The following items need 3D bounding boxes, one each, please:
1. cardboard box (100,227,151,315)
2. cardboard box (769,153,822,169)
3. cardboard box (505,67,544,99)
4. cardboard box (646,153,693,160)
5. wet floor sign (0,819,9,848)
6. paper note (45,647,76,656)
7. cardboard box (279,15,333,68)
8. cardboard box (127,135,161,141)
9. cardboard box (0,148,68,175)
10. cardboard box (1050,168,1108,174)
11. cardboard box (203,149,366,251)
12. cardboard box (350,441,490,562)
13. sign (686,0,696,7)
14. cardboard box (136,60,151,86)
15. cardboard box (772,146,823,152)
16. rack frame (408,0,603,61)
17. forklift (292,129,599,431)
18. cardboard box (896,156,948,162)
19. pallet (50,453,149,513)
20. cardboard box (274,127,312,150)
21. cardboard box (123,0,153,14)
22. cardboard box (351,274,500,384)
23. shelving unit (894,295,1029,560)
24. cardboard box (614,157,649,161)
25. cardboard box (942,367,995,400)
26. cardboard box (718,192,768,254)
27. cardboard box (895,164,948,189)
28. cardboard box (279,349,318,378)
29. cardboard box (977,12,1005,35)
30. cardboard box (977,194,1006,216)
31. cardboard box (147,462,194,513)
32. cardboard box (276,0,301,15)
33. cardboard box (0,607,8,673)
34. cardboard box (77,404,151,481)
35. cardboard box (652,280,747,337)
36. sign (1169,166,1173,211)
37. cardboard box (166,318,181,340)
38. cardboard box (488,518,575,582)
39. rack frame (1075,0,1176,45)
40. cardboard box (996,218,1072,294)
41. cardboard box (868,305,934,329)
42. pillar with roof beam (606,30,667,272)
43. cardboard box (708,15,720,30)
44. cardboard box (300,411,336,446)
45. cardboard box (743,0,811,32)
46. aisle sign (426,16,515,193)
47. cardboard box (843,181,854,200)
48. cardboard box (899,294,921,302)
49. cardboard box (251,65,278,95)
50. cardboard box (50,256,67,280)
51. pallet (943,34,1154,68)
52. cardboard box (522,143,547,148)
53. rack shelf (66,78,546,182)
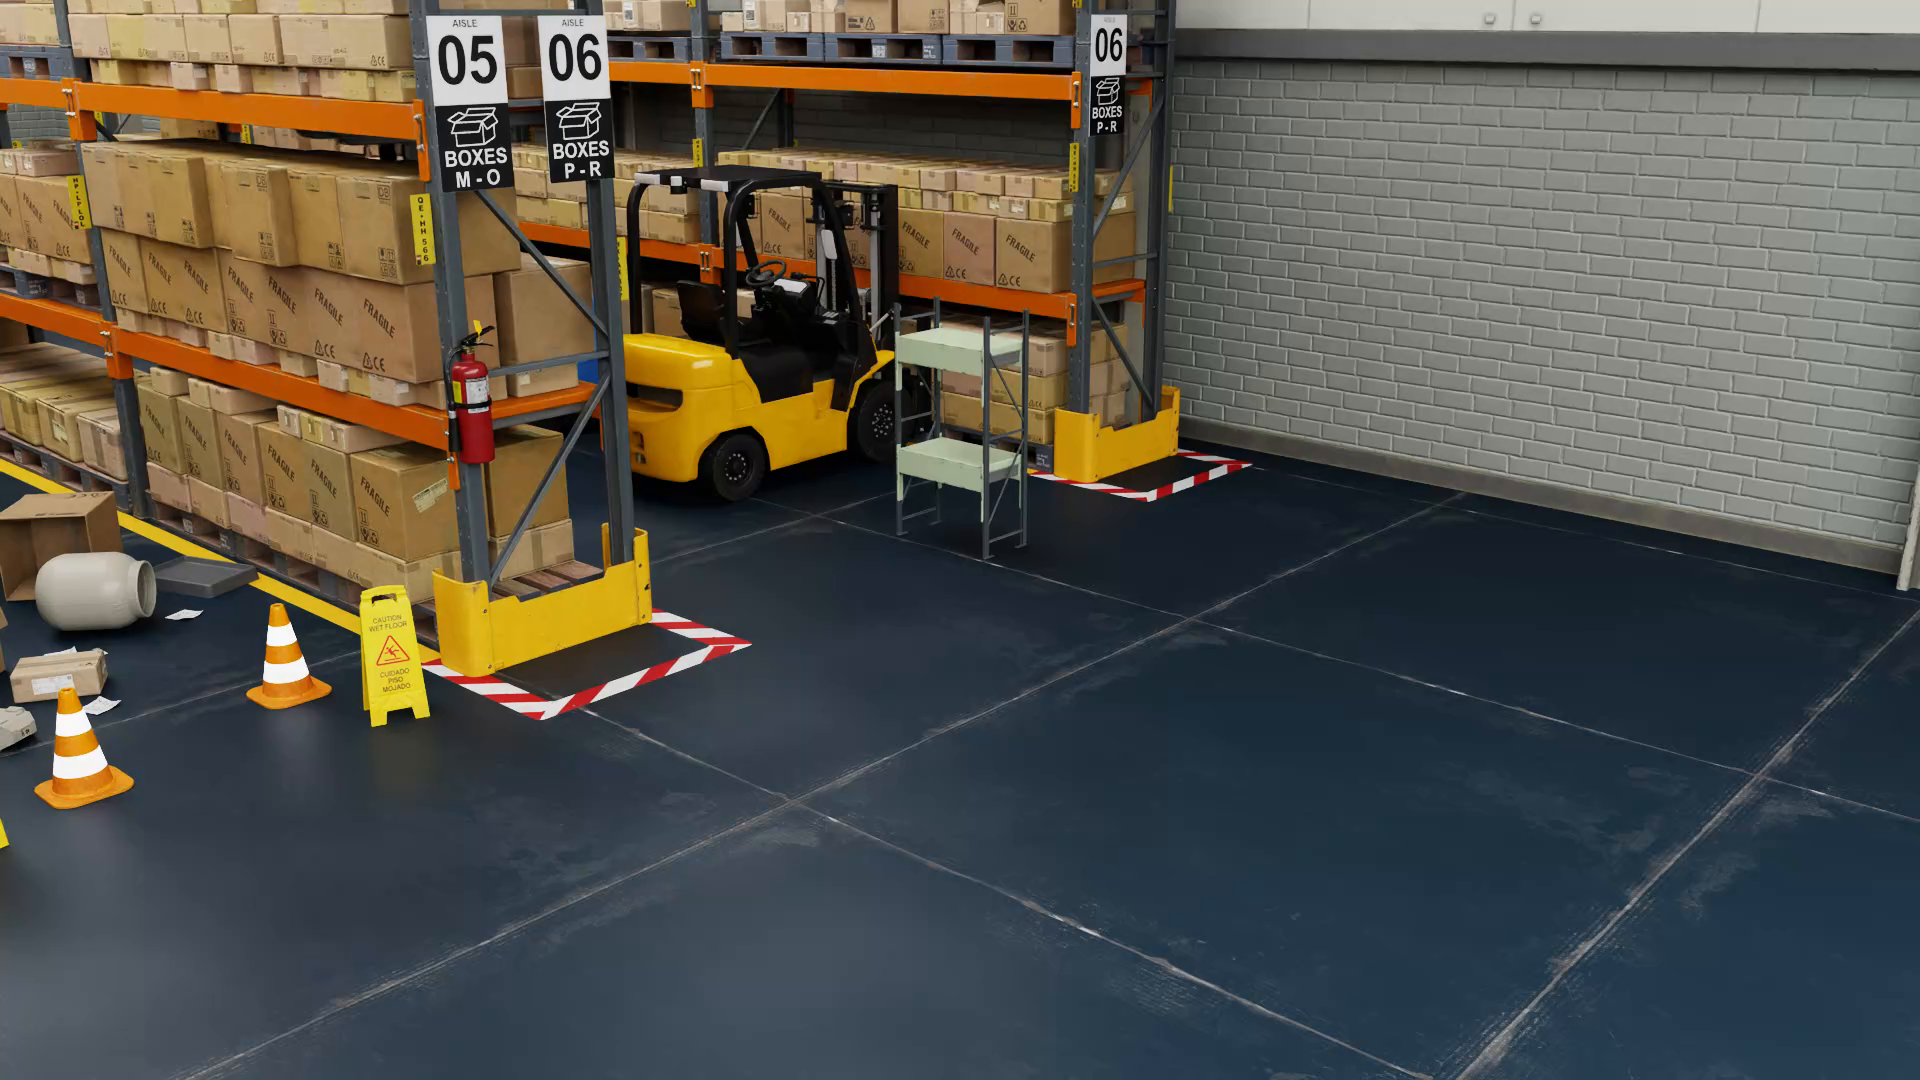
[{"bbox_3d":[-4.987,-1.719,10.411,0.500,0.500,0.500,15,23,39],"label":"cardboard box"},{"bbox_3d":[-1.345,-3.091,13.662,0.250,0.149,0.380,14,23,38],"label":"cardboard box"},{"bbox_3d":[-2.171,-2.328,8.443,0.250,0.149,0.380,15,23,39],"label":"cardboard box"},{"bbox_3d":[-2.685,-3.499,15.440,0.250,0.149,0.380,15,23,39],"label":"cardboard box"},{"bbox_3d":[-4.013,0.943,6.574,0.232,0.644,0.267,11,20,30],"label":"wet floor sign"},{"bbox_3d":[-4.703,0.599,8.692,0.148,0.019,0.142,-9,20,-27],"label":"paper note"},{"bbox_3d":[-3.067,-2.524,8.402,0.500,0.250,0.500,15,23,39],"label":"cardboard box"},{"bbox_3d":[-10.276,-5.031,21.261,0.500,0.250,0.500,15,23,40],"label":"cardboard box"},{"bbox_3d":[-6.371,-2.606,11.441,0.250,0.149,0.380,14,22,37],"label":"cardboard box"},{"bbox_3d":[0.886,-2.683,12.378,0.250,0.149,0.380,16,24,41],"label":"cardboard box"},{"bbox_3d":[-3.770,-1.911,9.364,0.500,0.500,0.700,15,23,39],"label":"cardboard box"},{"bbox_3d":[-2.911,-0.226,8.978,0.500,0.500,0.500,15,23,40],"label":"cardboard box"},{"bbox_3d":[-2.192,-4.506,13.517,0.005,0.325,0.100,15,23,39],"label":"sign"},{"bbox_3d":[-4.643,-2.783,9.877,0.250,0.149,0.380,15,23,39],"label":"cardboard box"},{"bbox_3d":[-1.399,-3.307,14.345,0.250,0.149,0.380,15,23,39],"label":"cardboard box"},{"bbox_3d":[-2.139,-3.737,7.510,0.127,3.000,1.000,15,23,39],"label":"rack frame"},{"bbox_3d":[-4.303,-2.138,12.502,3.031,2.935,1.130,-13,22,-36],"label":"forklift"},{"bbox_3d":[-0.294,-2.985,13.329,0.250,0.149,0.380,16,24,41],"label":"cardboard box"},{"bbox_3d":[-5.714,-0.508,11.862,1.213,0.211,1.003,15,23,39],"label":"pallet"},{"bbox_3d":[-7.222,-4.407,18.679,0.500,0.500,0.700,15,23,40],"label":"cardboard box"},{"bbox_3d":[-4.528,-3.074,9.478,0.250,0.149,0.380,15,23,39],"label":"cardboard box"},{"bbox_3d":[-2.728,-1.114,8.505,0.500,0.500,0.500,15,23,38],"label":"cardboard box"},{"bbox_3d":[0.005,-0.714,10.381,0.755,1.500,0.431,15,23,39],"label":"shelving unit"},{"bbox_3d":[-3.034,-3.378,15.059,0.250,0.149,0.380,14,23,38],"label":"cardboard box"},{"bbox_3d":[0.214,-1.259,12.646,0.500,0.250,0.500,15,23,39],"label":"cardboard box"},{"bbox_3d":[-1.680,-2.704,14.008,0.500,0.500,0.500,14,22,38],"label":"cardboard box"},{"bbox_3d":[-0.276,-2.758,12.613,0.250,0.149,0.380,16,23,40],"label":"cardboard box"},{"bbox_3d":[-3.564,-1.025,9.299,0.250,0.149,0.380,15,23,39],"label":"cardboard box"},{"bbox_3d":[0.332,-3.657,11.772,0.250,0.149,0.380,14,22,38],"label":"cardboard box"},{"bbox_3d":[0.343,-2.475,12.214,0.250,0.149,0.380,16,23,40],"label":"cardboard box"},{"bbox_3d":[-4.869,-0.391,10.735,0.500,0.250,0.500,14,22,37],"label":"cardboard box"},{"bbox_3d":[-3.292,-2.790,8.581,0.250,0.149,0.380,15,23,39],"label":"cardboard box"},{"bbox_3d":[-5.133,0.532,8.102,0.637,0.503,0.797,0,18,2],"label":"cardboard box"},{"bbox_3d":[-5.525,-0.733,11.613,0.625,0.372,0.950,15,23,40],"label":"cardboard box"},{"bbox_3d":[-2.236,-1.975,15.107,0.625,0.625,0.875,16,24,42],"label":"cardboard box"},{"bbox_3d":[1.526,-2.576,12.208,0.005,0.325,0.100,15,23,39],"label":"sign"},{"bbox_3d":[-4.666,-1.340,10.289,0.250,0.149,0.380,15,23,39],"label":"cardboard box"},{"bbox_3d":[-2.559,0.008,9.478,0.500,0.250,0.500,15,23,39],"label":"cardboard box"},{"bbox_3d":[1.153,-4.861,11.051,0.127,3.000,1.000,15,23,39],"label":"rack frame"},{"bbox_3d":[0.611,-2.088,12.068,0.500,0.500,0.500,14,23,38],"label":"cardboard box"},{"bbox_3d":[-0.542,-1.693,13.186,0.500,0.250,0.500,14,23,38],"label":"cardboard box"},{"bbox_3d":[-6.115,-5.435,12.861,0.400,9.000,9.100,15,23,39],"label":"pillar with roof beam"},{"bbox_3d":[-2.343,-4.577,14.672,0.250,0.149,0.380,15,23,39],"label":"cardboard box"},{"bbox_3d":[-3.416,-0.645,9.225,0.250,0.149,0.380,16,23,40],"label":"cardboard box"},{"bbox_3d":[-1.378,-4.217,13.271,0.500,0.311,0.500,16,23,40],"label":"cardboard box"},{"bbox_3d":[-2.285,-2.039,7.779,0.004,0.787,0.394,15,23,39],"label":"aisle sign"},{"bbox_3d":[-0.837,-2.774,13.157,0.250,0.149,0.380,14,22,38],"label":"cardboard box"},{"bbox_3d":[-0.584,-1.913,13.878,0.500,0.250,0.500,15,23,40],"label":"cardboard box"},{"bbox_3d":[-3.531,-2.459,8.859,0.250,0.149,0.380,14,22,38],"label":"cardboard box"},{"bbox_3d":[-5.884,-1.859,11.231,0.250,0.149,0.380,14,22,38],"label":"cardboard box"},{"bbox_3d":[0.641,-3.537,11.984,1.213,0.211,1.003,15,23,39],"label":"pallet"},{"bbox_3d":[-4.183,-3.918,16.760,0.250,0.149,0.380,16,23,41],"label":"cardboard box"},{"bbox_3d":[-3.635,-2.366,9.338,4.000,0.370,1.077,15,23,39],"label":"rack shelf"}]
